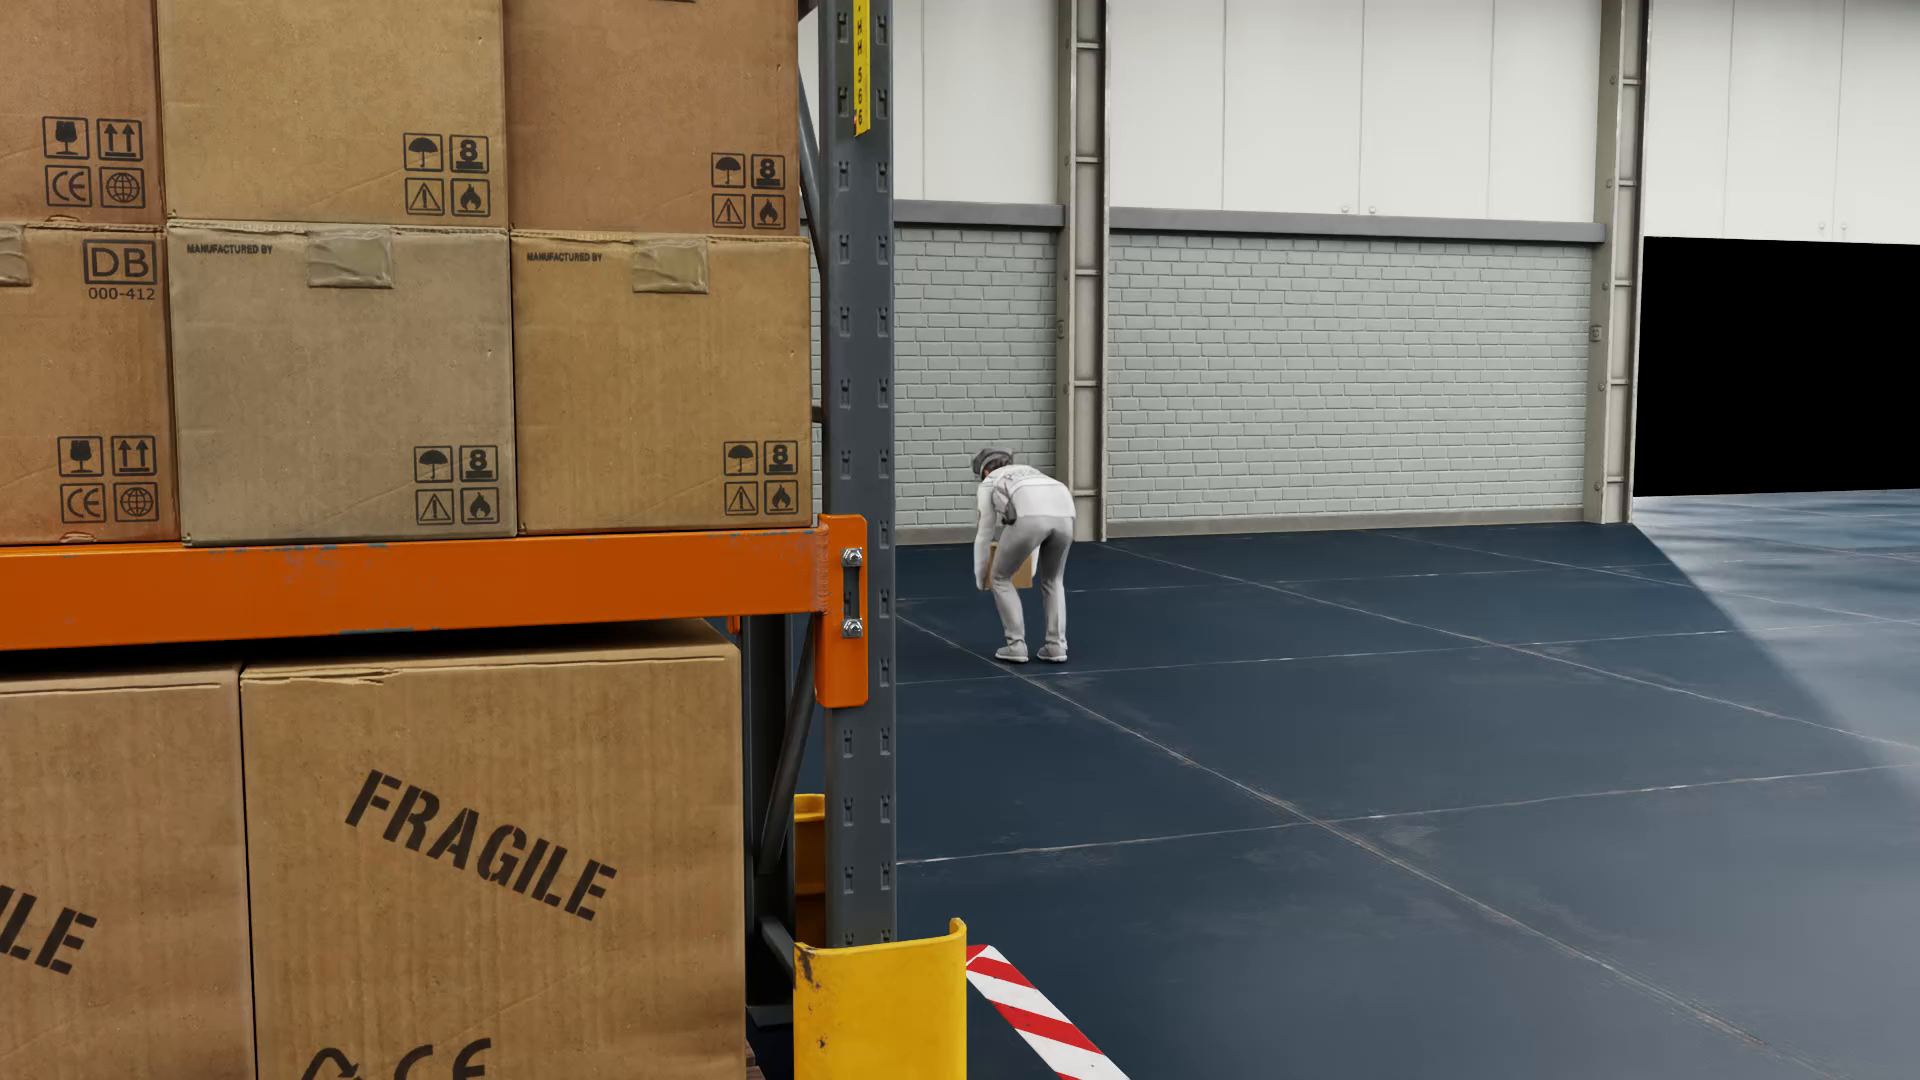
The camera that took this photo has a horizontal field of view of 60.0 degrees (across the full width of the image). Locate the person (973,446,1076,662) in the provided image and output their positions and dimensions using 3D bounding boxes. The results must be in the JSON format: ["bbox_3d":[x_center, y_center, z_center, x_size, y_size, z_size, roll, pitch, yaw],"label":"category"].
[{"bbox_3d":[0.332,0.073,9.304,0.432,1.168,0.912,-2,6,-21],"label":"person"}]
